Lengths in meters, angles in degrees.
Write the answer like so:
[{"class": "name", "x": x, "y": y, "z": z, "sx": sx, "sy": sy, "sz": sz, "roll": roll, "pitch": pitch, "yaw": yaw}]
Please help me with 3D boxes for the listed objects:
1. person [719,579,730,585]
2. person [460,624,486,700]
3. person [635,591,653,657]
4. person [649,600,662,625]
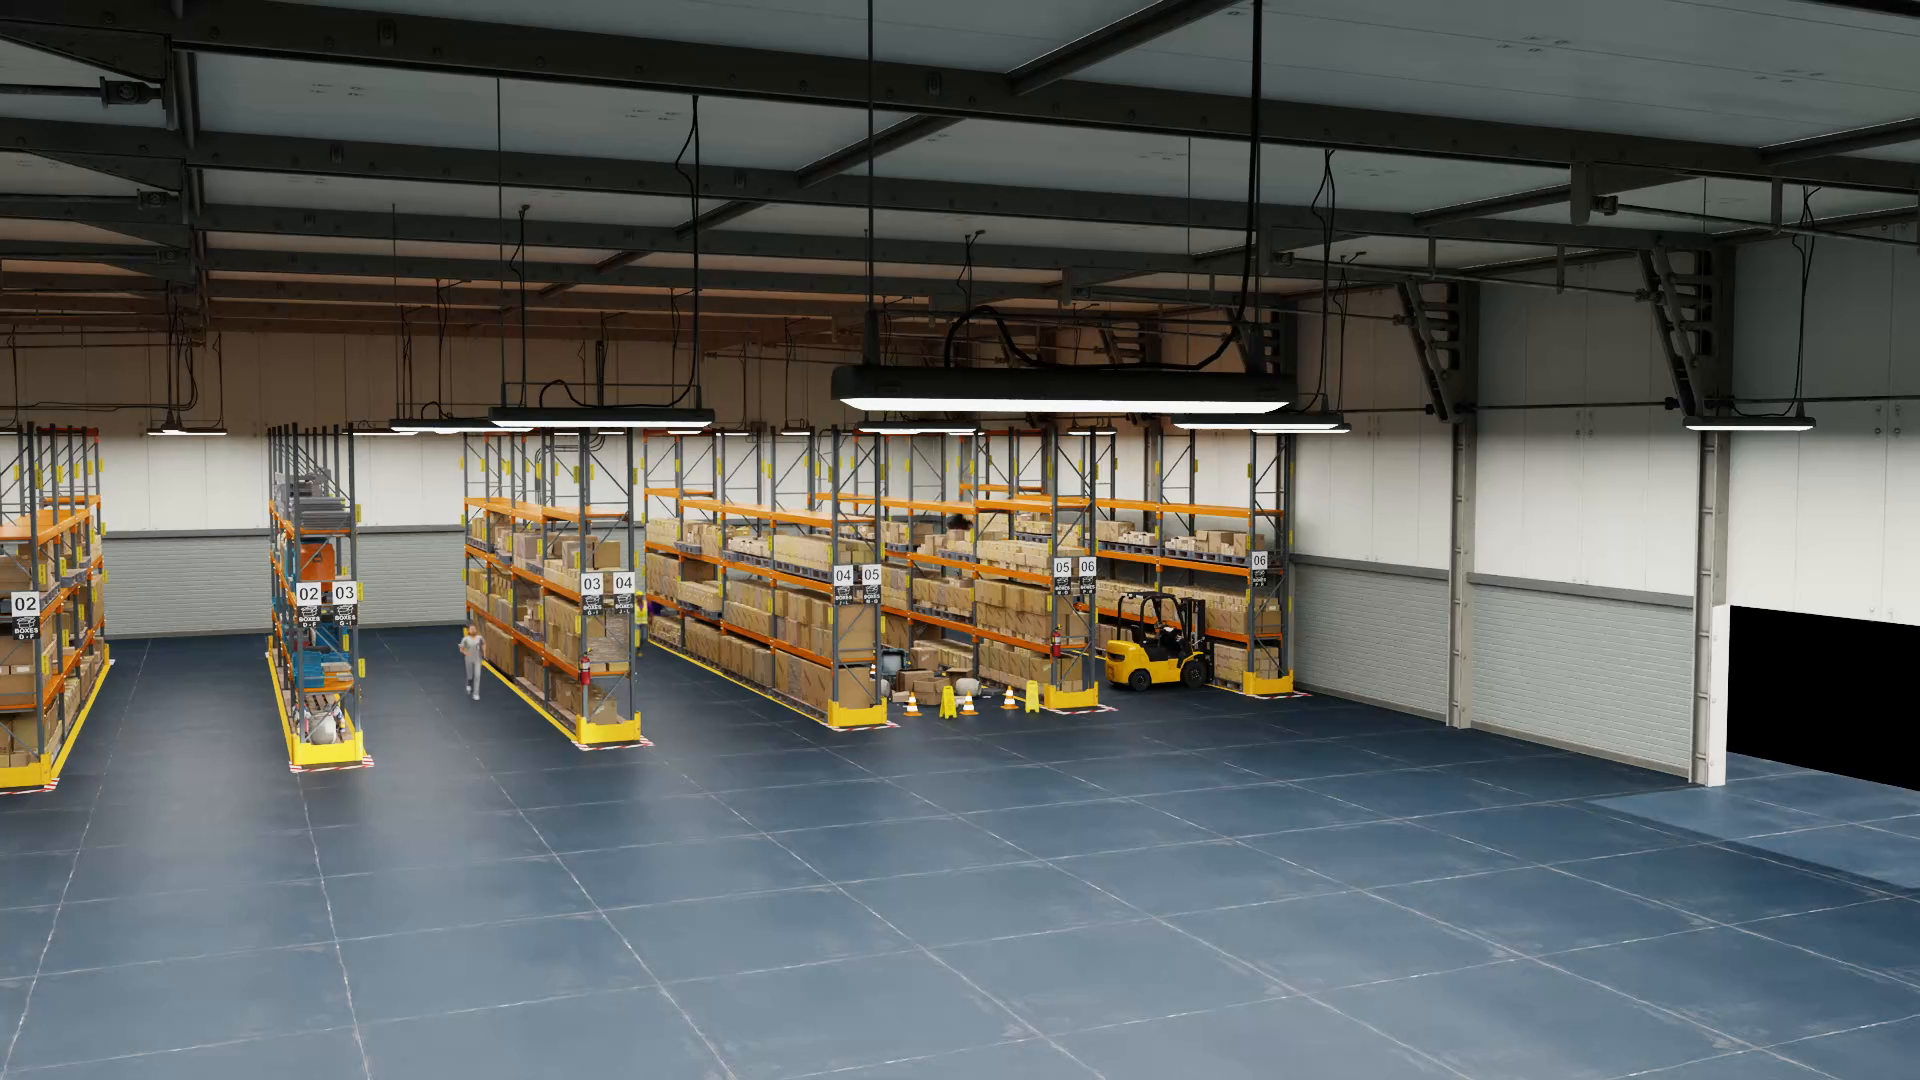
[{"class": "person", "x": -6.915, "y": 1.851, "z": 50.083, "sx": 0.986, "sy": 1.675, "sz": 0.578, "roll": -2, "pitch": 4, "yaw": -28}, {"class": "person", "x": -10.692, "y": 2.660, "z": 36.582, "sx": 0.584, "sy": 1.633, "sz": 0.970, "roll": -2, "pitch": 4, "yaw": -24}, {"class": "person", "x": -8.421, "y": 2.205, "z": 43.736, "sx": 0.735, "sy": 1.734, "sz": 0.602, "roll": -2, "pitch": 4, "yaw": -27}, {"class": "person", "x": -8.968, "y": 1.911, "z": 48.962, "sx": 0.810, "sy": 1.645, "sz": 0.622, "roll": -3, "pitch": 5, "yaw": -42}]
